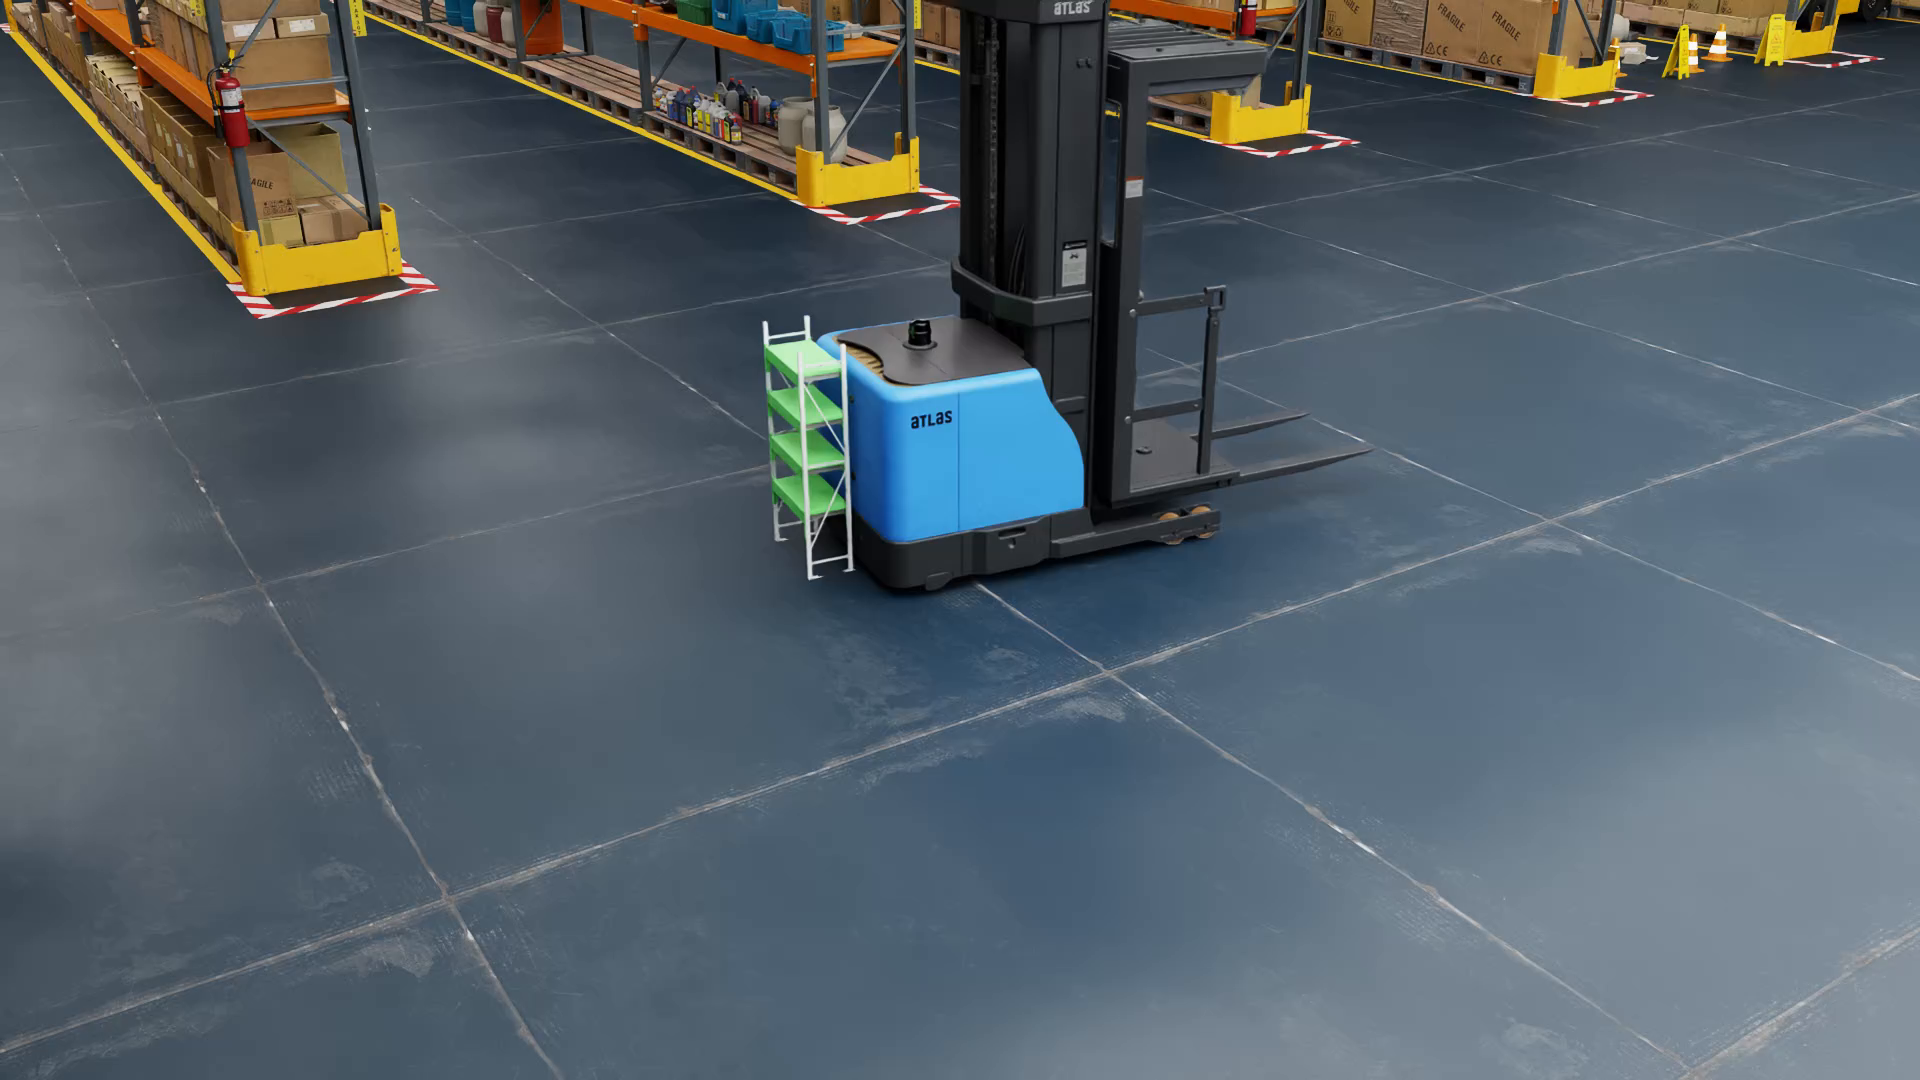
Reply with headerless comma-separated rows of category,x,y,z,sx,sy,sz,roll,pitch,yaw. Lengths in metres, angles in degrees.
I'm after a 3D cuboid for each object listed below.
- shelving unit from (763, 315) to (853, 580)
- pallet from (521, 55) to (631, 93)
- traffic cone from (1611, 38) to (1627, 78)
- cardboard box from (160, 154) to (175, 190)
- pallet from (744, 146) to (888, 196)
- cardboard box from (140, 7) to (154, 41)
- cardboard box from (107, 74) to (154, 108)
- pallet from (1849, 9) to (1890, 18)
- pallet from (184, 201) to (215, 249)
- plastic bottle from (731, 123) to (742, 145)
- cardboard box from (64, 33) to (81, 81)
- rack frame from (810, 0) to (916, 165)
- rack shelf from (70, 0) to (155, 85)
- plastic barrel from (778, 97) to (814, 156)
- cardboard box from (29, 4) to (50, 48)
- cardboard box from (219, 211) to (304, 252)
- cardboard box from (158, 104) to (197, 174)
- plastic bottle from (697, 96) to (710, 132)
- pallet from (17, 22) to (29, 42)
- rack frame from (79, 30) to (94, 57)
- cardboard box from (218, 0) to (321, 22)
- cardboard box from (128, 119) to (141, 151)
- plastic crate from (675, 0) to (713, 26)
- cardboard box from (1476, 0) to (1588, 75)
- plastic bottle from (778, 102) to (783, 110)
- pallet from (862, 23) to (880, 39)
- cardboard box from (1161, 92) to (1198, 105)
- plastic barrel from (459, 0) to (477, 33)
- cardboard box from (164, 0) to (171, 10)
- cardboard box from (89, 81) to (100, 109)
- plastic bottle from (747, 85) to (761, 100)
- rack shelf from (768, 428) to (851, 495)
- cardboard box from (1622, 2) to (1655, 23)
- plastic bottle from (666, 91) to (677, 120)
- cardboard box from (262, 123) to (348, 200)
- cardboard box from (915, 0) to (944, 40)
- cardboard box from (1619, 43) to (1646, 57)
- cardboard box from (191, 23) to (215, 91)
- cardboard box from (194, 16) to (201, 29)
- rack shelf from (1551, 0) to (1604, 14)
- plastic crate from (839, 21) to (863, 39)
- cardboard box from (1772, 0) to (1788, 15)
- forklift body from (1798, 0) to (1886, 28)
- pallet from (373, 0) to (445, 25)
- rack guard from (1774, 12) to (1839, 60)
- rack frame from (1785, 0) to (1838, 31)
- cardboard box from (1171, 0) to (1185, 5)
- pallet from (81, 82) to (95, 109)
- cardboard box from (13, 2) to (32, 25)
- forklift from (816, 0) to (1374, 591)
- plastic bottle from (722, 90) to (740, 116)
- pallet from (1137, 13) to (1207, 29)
shelving unit,-0.758,-0.462,8.322,0.258,1.200,0.503,-12,28,-23
pallet,-4.840,-5.880,20.959,1.003,0.211,1.213,-16,29,-30
traffic cone,8.397,-6.213,21.370,0.336,0.463,0.334,-16,29,-30
cardboard box,-6.931,-3.373,15.111,0.500,0.250,0.500,-16,29,-30
pallet,-1.383,-3.613,16.156,1.003,0.211,1.213,-16,29,-30
cardboard box,-7.505,-4.942,15.880,0.500,0.250,0.500,-14,28,-26
cardboard box,-8.491,-4.666,17.192,0.500,0.311,0.500,-16,30,-30
pallet,14.632,-8.626,26.776,1.003,0.211,1.213,-16,29,-30
pallet,-6.130,-2.852,14.543,1.003,0.211,1.213,-16,29,-30
plastic bottle,-2.233,-4.054,16.587,0.097,0.201,0.097,0,25,0
cardboard box,-10.372,-5.808,19.952,0.500,0.500,0.500,-17,30,-31
rack frame,-0.863,-4.566,14.908,1.000,3.000,0.127,-16,29,-30
rack shelf,-8.291,-5.234,17.165,1.077,0.370,4.000,-16,29,-30
plastic barrel,-1.560,-4.028,16.190,0.421,0.512,0.421,0,25,0
cardboard box,-12.115,-6.911,22.289,0.500,0.500,0.500,-16,29,-30
cardboard box,-5.556,-2.482,13.223,0.500,0.250,0.500,-16,29,-30
cardboard box,-6.662,-3.533,14.570,0.500,0.500,0.500,-16,29,-30
plastic bottle,-2.619,-4.393,17.129,0.144,0.351,0.185,-16,30,-30
pallet,-13.272,-7.562,24.522,1.003,0.211,1.213,-16,29,-30
rack frame,-9.383,-6.274,18.527,1.000,3.000,0.127,-16,29,-30
cardboard box,-5.289,-4.234,12.567,0.700,0.500,0.500,-15,29,-29
cardboard box,-7.943,-4.052,16.549,0.500,0.250,0.500,-16,30,-30
plastic crate,-2.542,-5.349,16.816,0.450,0.188,0.662,-16,29,-30
cardboard box,7.072,-6.296,20.570,0.875,0.875,0.875,-15,29,-29
plastic bottle,-1.834,-4.410,17.260,0.097,0.271,0.097,0,25,0
pallet,-1.448,-7.620,24.644,1.003,0.211,1.213,-16,29,-30
cardboard box,2.605,-5.213,18.714,0.500,0.500,0.500,-8,26,-16
plastic barrel,-6.745,-7.647,23.401,0.600,0.901,0.708,-16,29,-30
cardboard box,-6.508,-4.581,14.063,0.380,0.149,0.250,-17,30,-31
cardboard box,-9.343,-4.965,18.482,0.500,0.250,0.500,-16,29,-30
plastic bottle,-2.173,-4.650,17.675,0.144,0.351,0.185,-16,29,-30
rack shelf,-0.758,-0.404,8.349,0.258,0.148,0.480,-12,28,-23
cardboard box,10.095,-7.755,24.393,0.500,0.250,0.500,-16,30,-30
plastic bottle,-3.041,-4.638,17.737,0.152,0.276,0.135,-14,29,-28
cardboard box,-5.396,-3.120,13.697,0.500,0.500,0.500,-16,29,-30
cardboard box,-0.385,-7.220,22.942,0.700,0.500,0.500,-18,31,-34
cardboard box,9.182,-6.738,22.849,0.380,0.149,0.250,-1,25,-3
cardboard box,-5.817,-3.994,13.579,0.700,0.500,0.500,-15,29,-29
cardboard box,-5.803,-4.119,13.084,0.380,0.149,0.250,-15,29,-29
rack shelf,6.406,-7.230,21.394,1.077,0.370,4.000,-16,29,-30
plastic crate,-1.082,-4.842,15.801,0.298,0.136,0.250,-16,29,-30
cardboard box,11.367,-7.676,23.348,0.500,0.500,0.500,-17,30,-31
forklift body,13.183,-9.057,25.416,2.313,2.155,1.214,-16,29,-30
pallet,-8.518,-8.288,26.059,1.003,0.211,1.213,-16,29,-30
rack guard,11.548,-6.926,22.836,1.175,0.500,0.348,-16,29,-30
rack frame,11.590,-8.030,22.245,1.000,3.000,0.127,-16,29,-30
cardboard box,2.519,-5.920,18.072,0.380,0.149,0.250,-16,29,-30
pallet,-9.759,-5.289,19.707,1.003,0.211,1.213,-16,29,-30
cardboard box,-13.418,-7.652,24.151,0.500,0.250,0.500,-16,29,-30
forklift,0.811,-1.489,8.471,3.031,2.935,1.130,-11,28,-23
plastic bottle,-2.460,-4.688,17.843,0.152,0.276,0.135,-16,29,-30
pallet,3.497,-8.141,25.747,1.003,0.211,1.213,-16,29,-30
